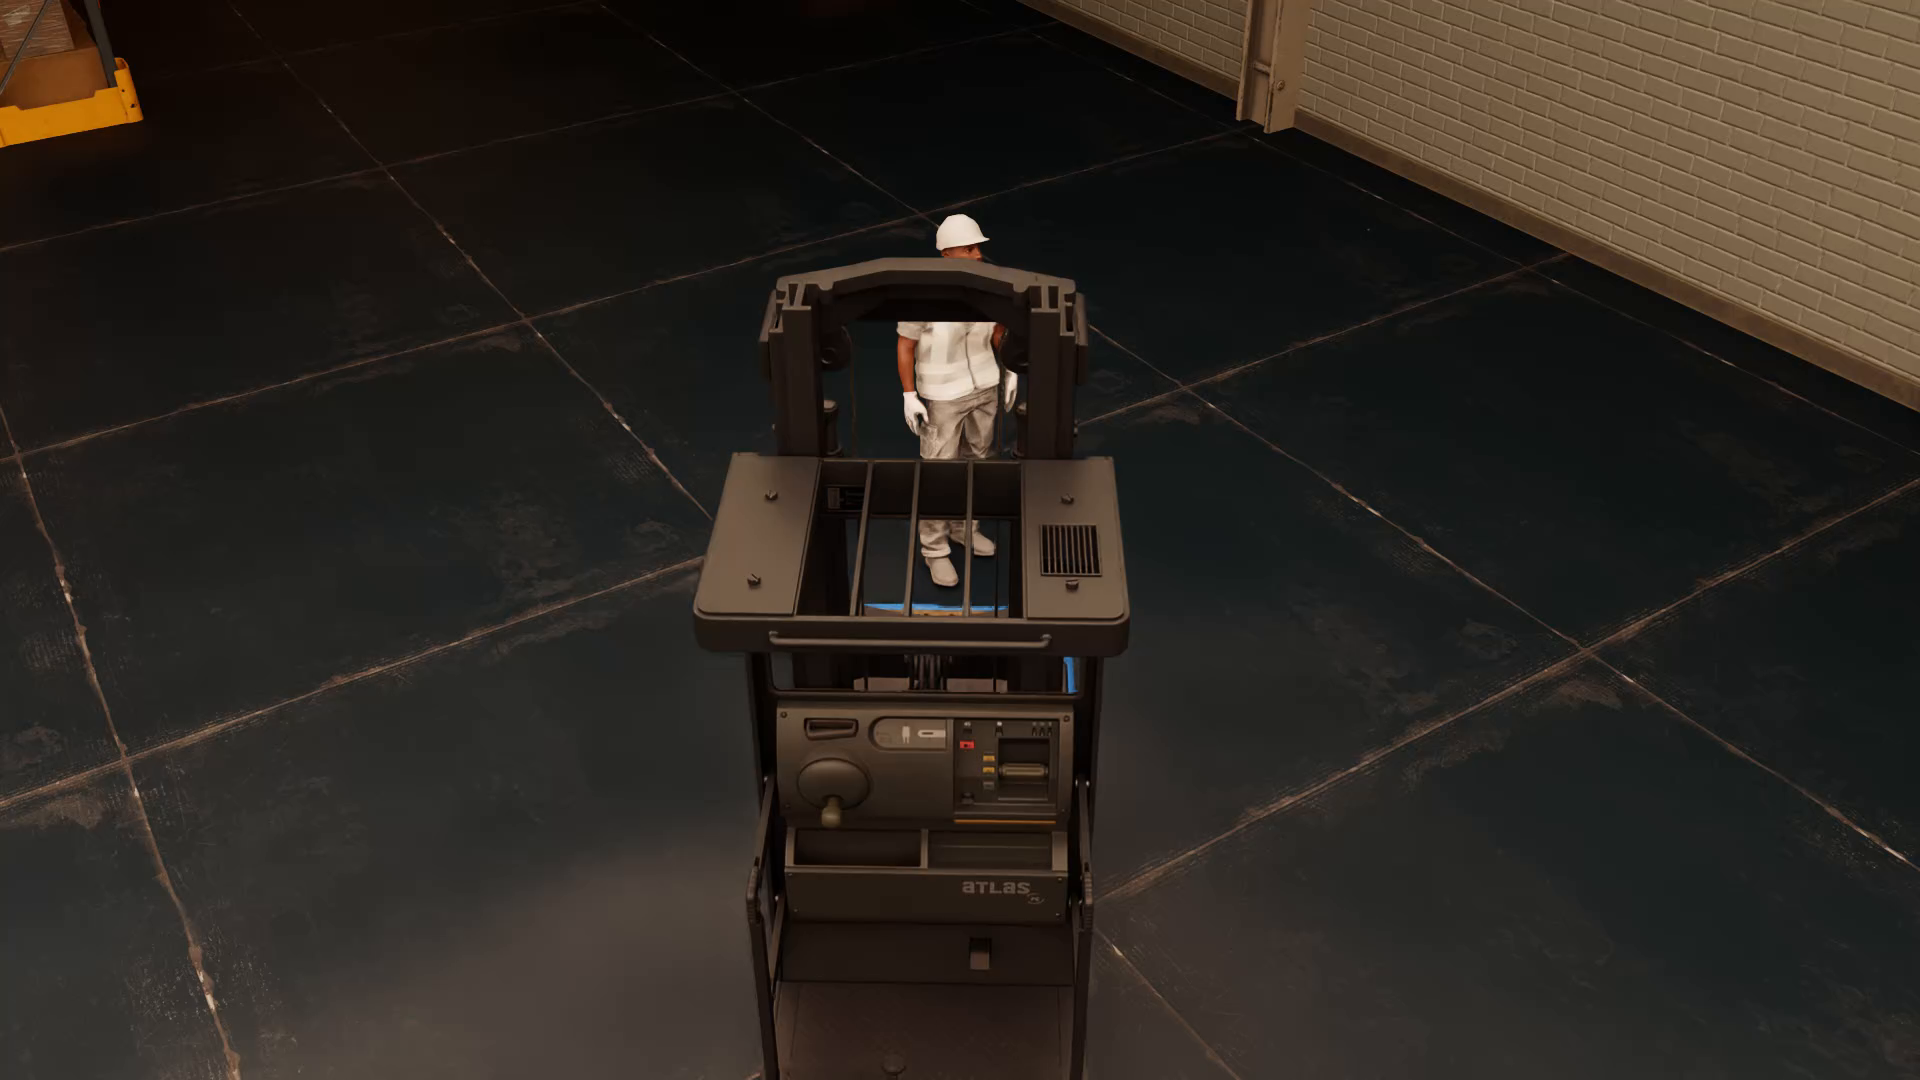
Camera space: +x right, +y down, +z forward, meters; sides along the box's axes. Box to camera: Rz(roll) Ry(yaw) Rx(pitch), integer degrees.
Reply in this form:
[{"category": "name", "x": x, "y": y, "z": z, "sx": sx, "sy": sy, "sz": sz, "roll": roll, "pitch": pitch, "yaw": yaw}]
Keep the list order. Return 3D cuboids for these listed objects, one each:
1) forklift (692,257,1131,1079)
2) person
[{"category": "forklift", "x": -0.113, "y": 0.773, "z": 5.048, "sx": 1.130, "sy": 2.935, "sz": 3.031, "roll": 1, "pitch": 35, "yaw": 1}, {"category": "person", "x": 0.033, "y": -0.698, "z": 8.127, "sx": 0.656, "sy": 1.784, "sz": 0.575, "roll": -21, "pitch": 40, "yaw": -27}]
